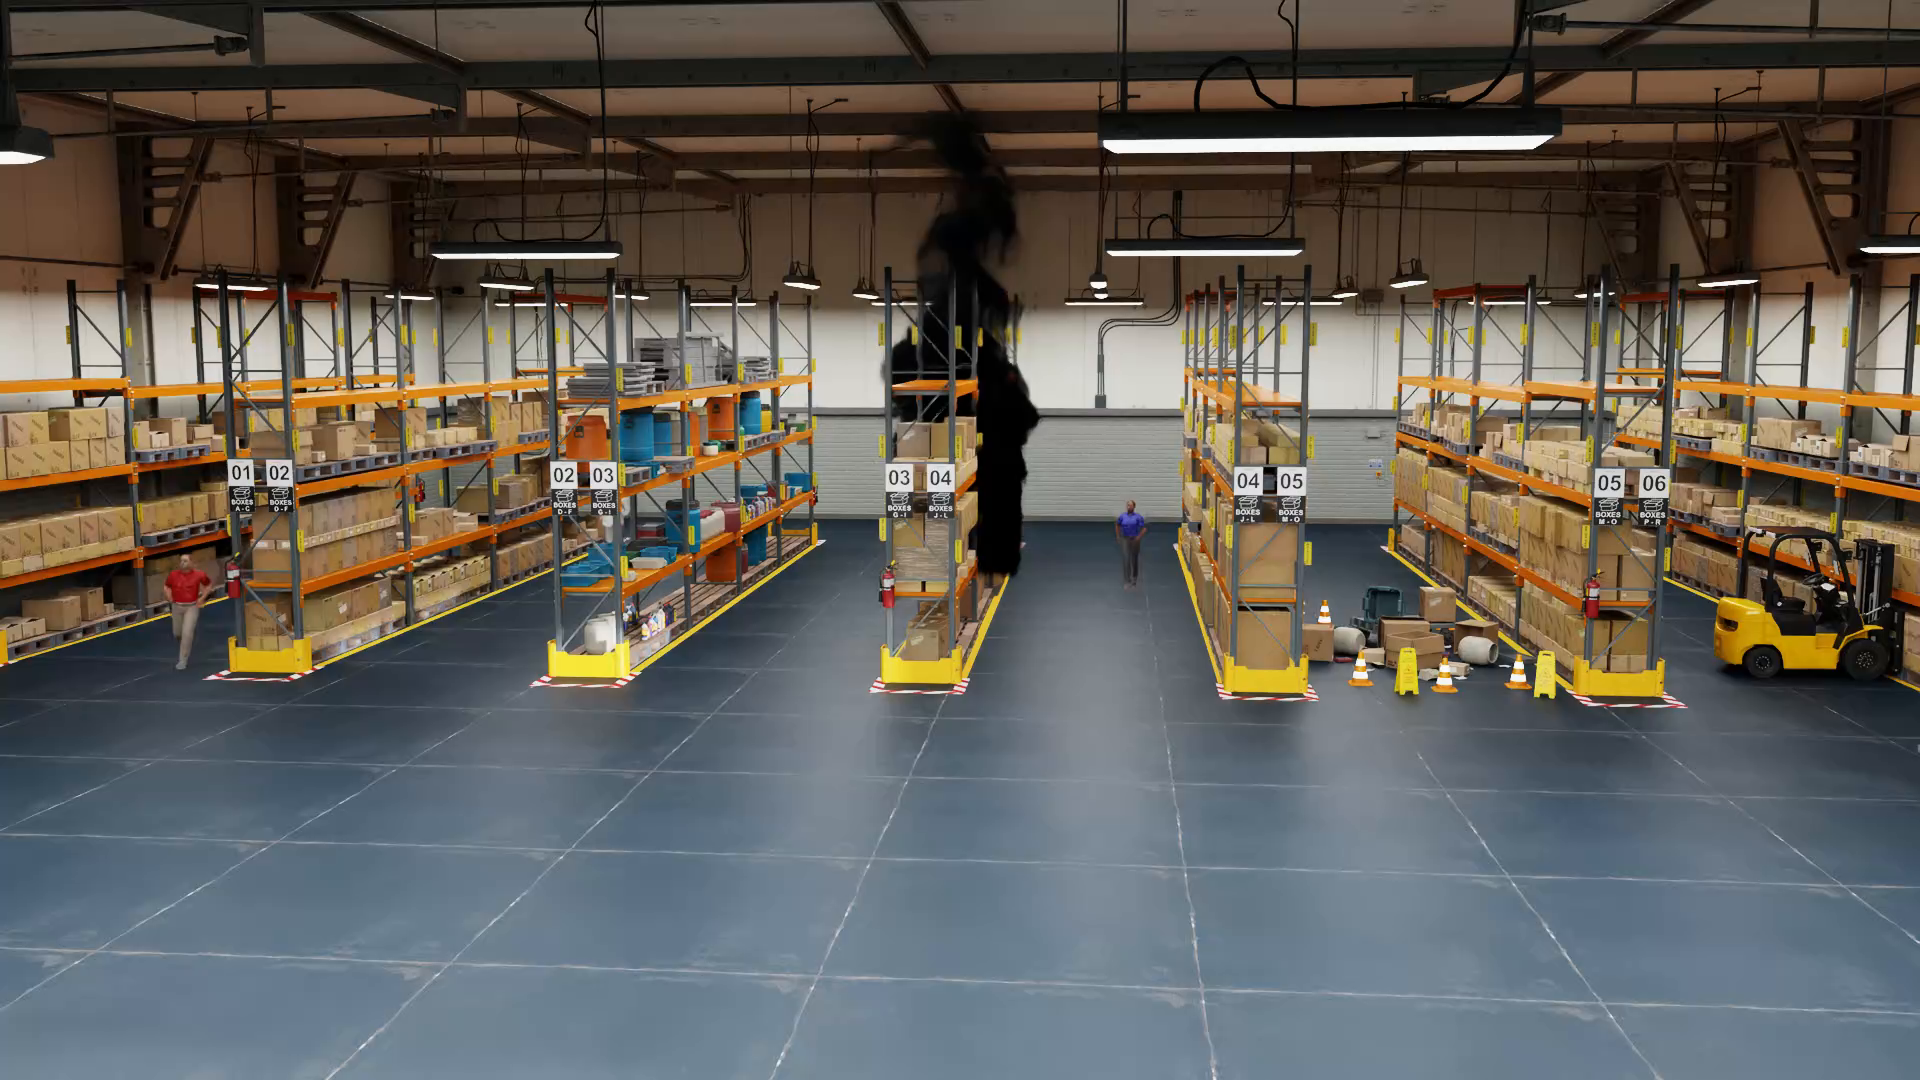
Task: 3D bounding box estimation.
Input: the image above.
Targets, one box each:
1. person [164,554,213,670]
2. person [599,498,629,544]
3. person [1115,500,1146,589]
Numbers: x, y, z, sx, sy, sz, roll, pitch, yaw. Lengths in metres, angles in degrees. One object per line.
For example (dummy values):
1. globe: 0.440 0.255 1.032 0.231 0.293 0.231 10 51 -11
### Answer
1. person: -11.842 1.067 25.521 0.669 1.728 0.869 -1 7 -5
2. person: -7.071 -0.271 33.908 0.666 1.794 0.859 -1 7 -6
3. person: 3.231 0.069 31.589 0.599 1.671 0.781 1 7 12
